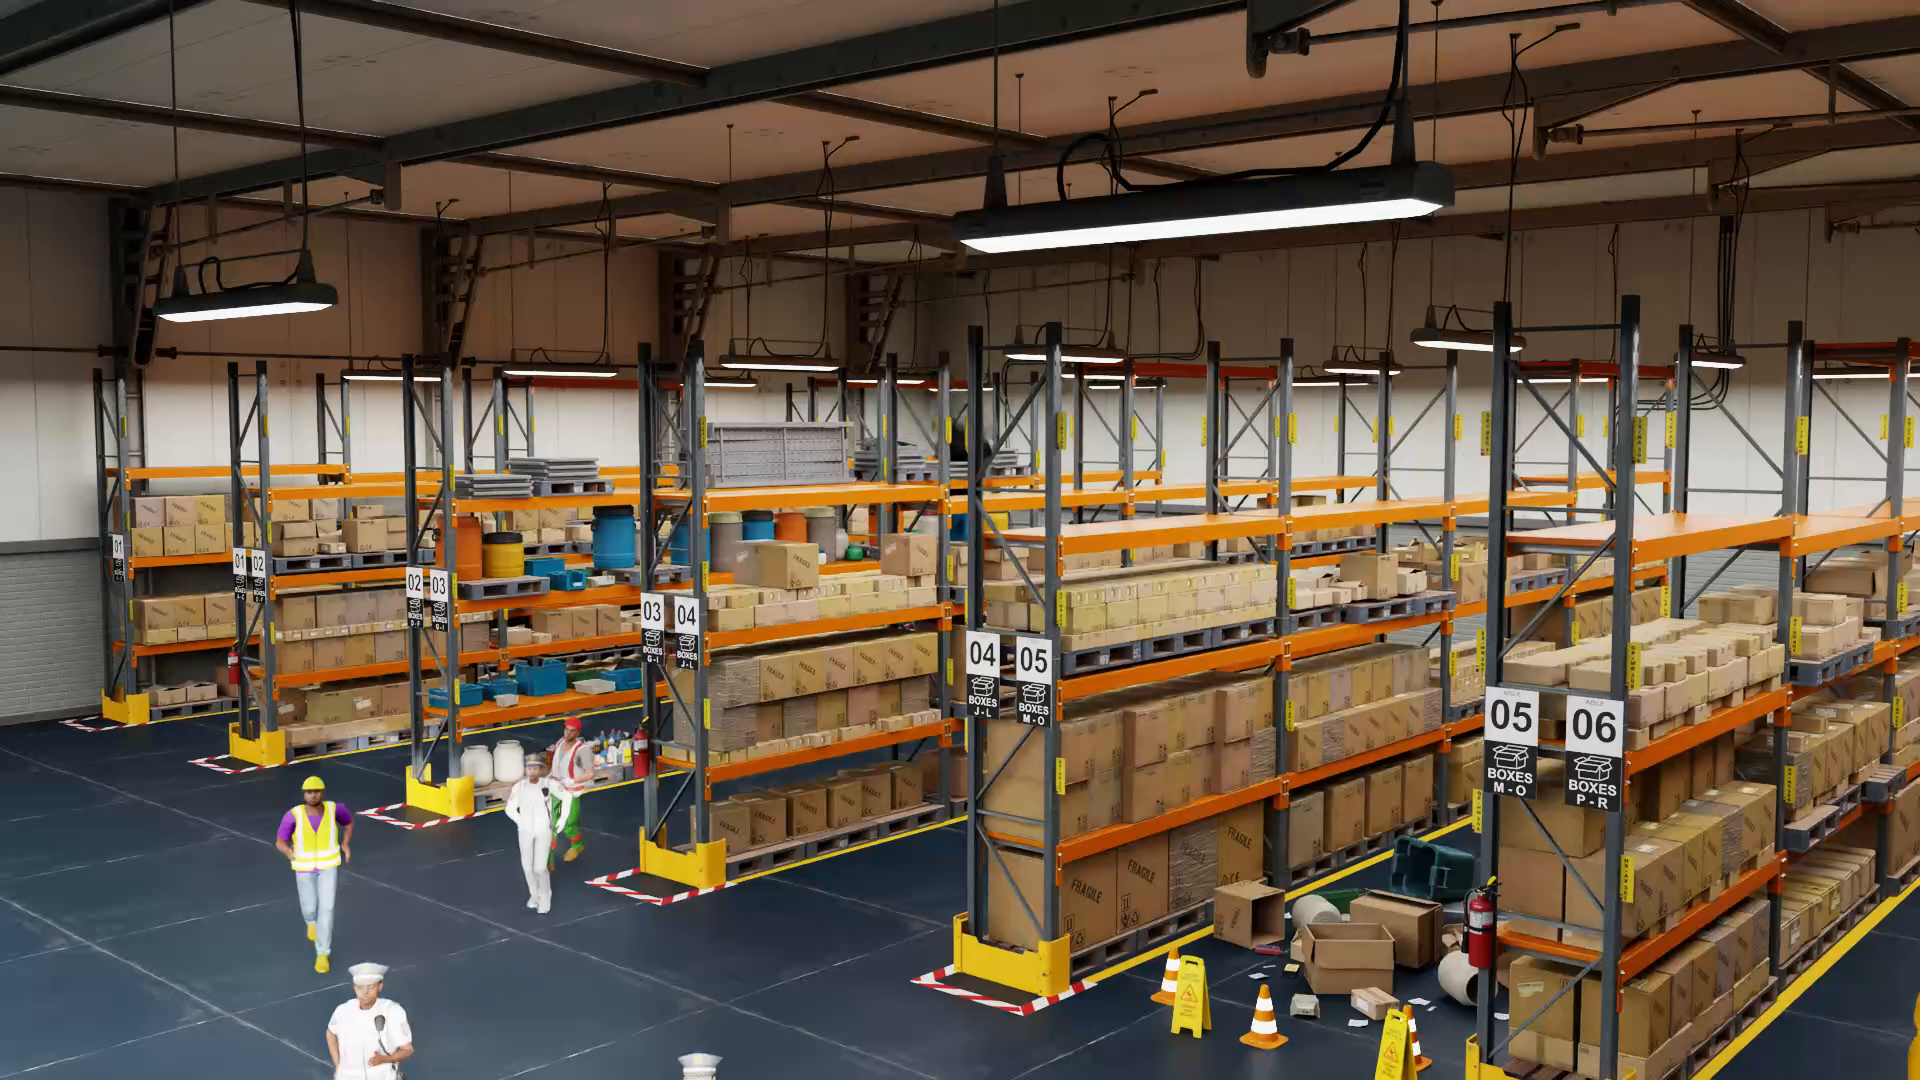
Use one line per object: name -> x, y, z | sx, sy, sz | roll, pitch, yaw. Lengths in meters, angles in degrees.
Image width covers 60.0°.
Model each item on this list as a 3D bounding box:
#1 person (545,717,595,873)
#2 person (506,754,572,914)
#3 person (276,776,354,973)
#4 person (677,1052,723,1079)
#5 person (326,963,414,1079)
person -> -4.436, 2.888, 18.900 | 0.690, 1.786, 0.861 | 1, 4, 19
person -> -4.402, 3.063, 17.319 | 0.637, 1.706, 0.661 | 0, 4, -2
person -> -6.121, 3.119, 15.811 | 0.700, 1.772, 0.963 | -2, 4, -20
person -> -1.428, 3.649, 9.110 | 0.593, 1.753, 0.709 | 0, 4, -5
person -> -3.764, 3.536, 10.604 | 0.560, 1.754, 0.731 | -1, 4, -13
